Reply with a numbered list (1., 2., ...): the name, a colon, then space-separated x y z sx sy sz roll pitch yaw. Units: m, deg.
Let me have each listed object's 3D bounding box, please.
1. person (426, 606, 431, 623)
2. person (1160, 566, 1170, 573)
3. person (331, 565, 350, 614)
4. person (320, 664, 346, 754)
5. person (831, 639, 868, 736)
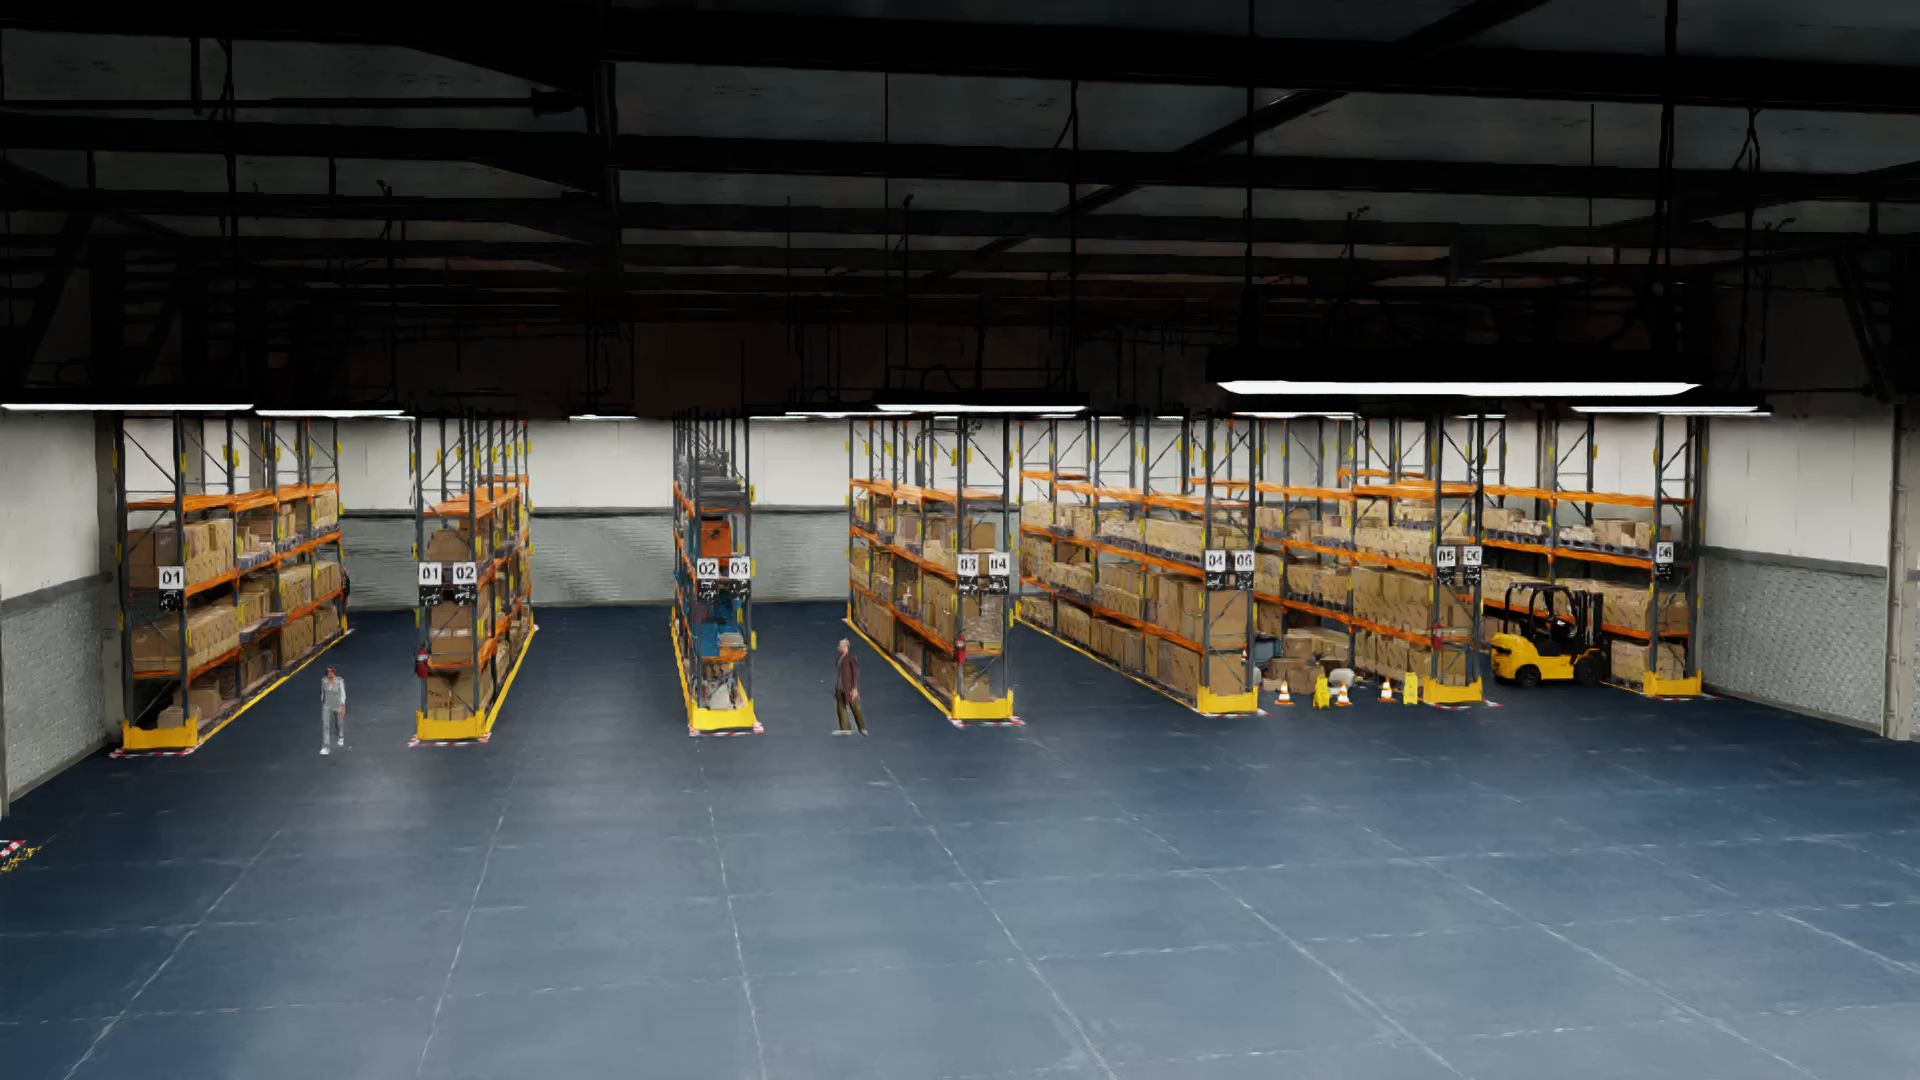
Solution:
1. person: -13.352 1.909 42.348 0.447 1.574 1.088 -1 4 -9
2. person: 5.793 1.492 47.226 0.533 1.727 1.036 0 4 -2
3. person: -17.400 1.559 46.615 0.539 1.710 0.586 4 6 43
4. person: -10.872 2.916 28.874 0.415 1.480 1.041 -1 4 -13
5. person: -2.020 2.685 30.375 0.588 1.773 0.669 -3 5 -39
